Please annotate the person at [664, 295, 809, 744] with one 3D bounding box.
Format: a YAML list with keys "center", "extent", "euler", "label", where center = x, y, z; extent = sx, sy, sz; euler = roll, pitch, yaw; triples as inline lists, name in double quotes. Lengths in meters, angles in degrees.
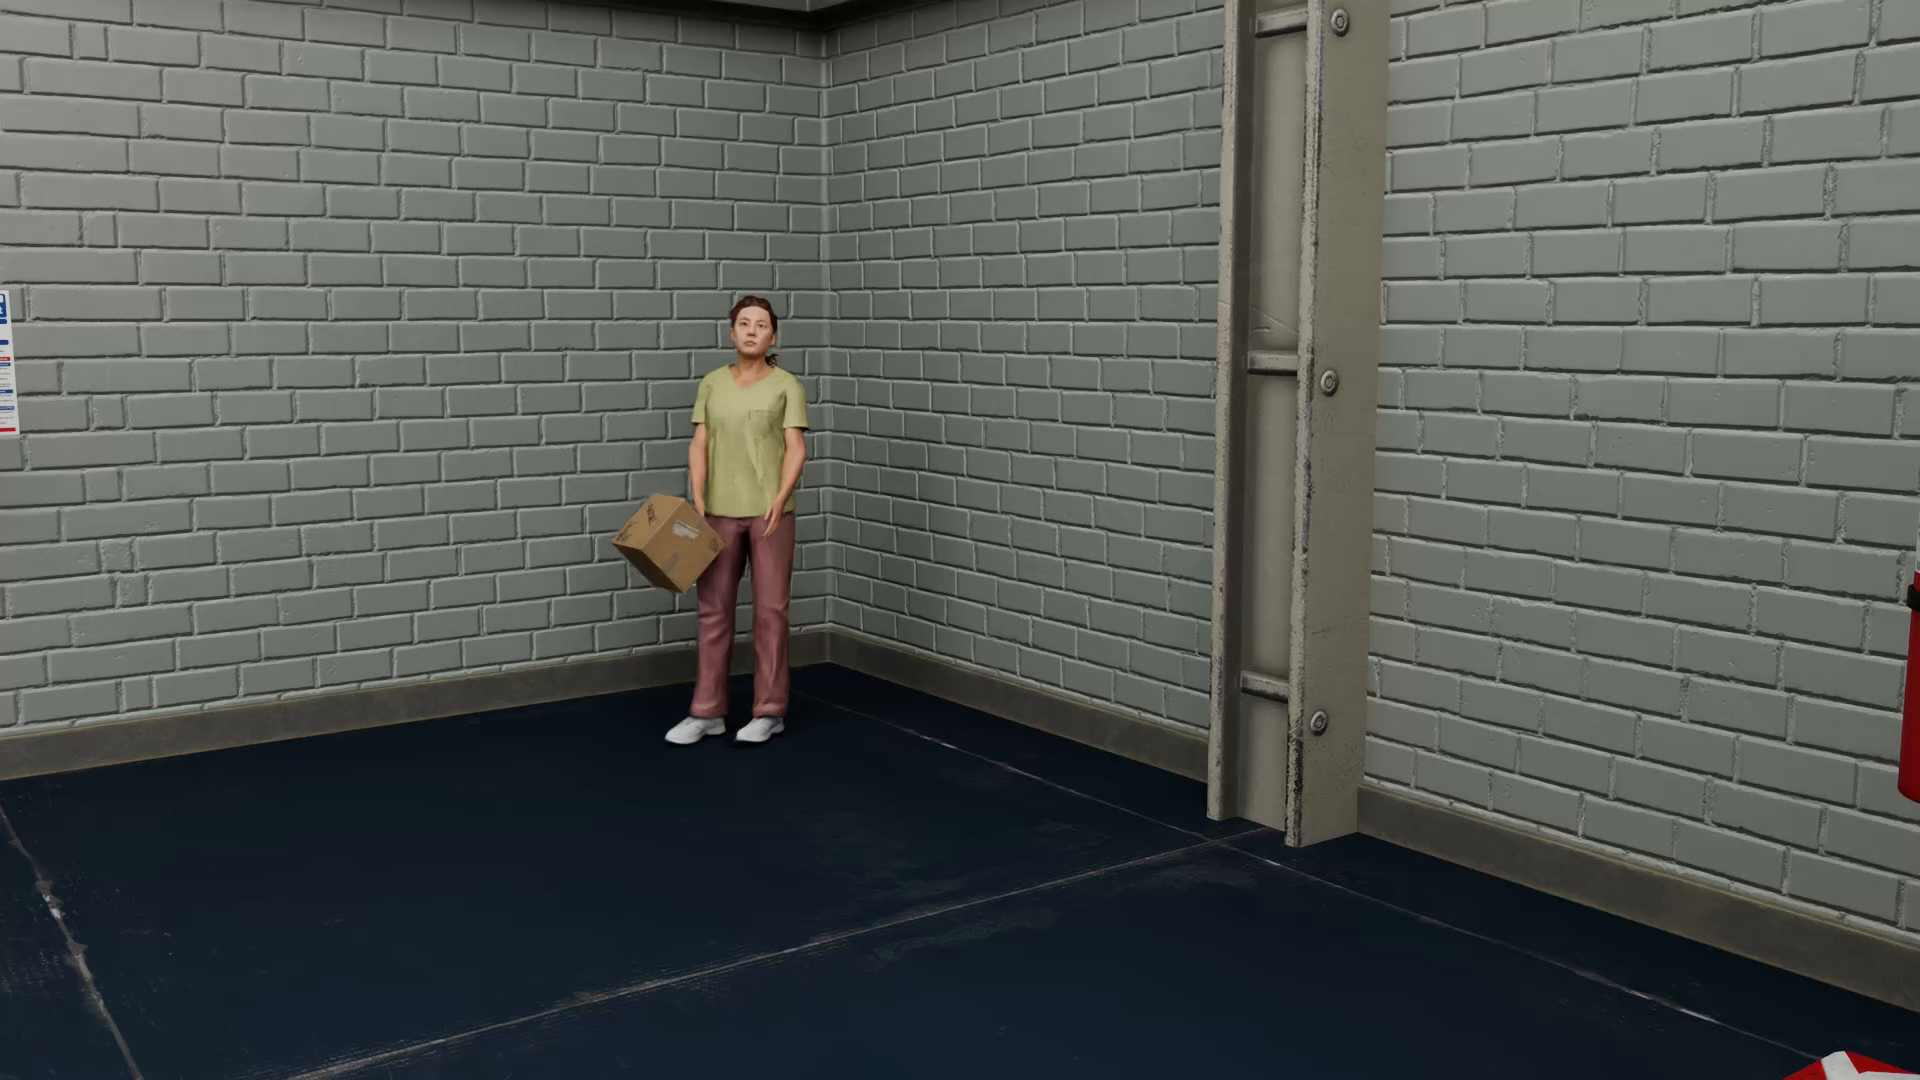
- center: [-0.841, -0.079, 6.310]
  extent: [0.530, 1.682, 0.466]
  euler: [0, 8, 3]
  label: "person"
